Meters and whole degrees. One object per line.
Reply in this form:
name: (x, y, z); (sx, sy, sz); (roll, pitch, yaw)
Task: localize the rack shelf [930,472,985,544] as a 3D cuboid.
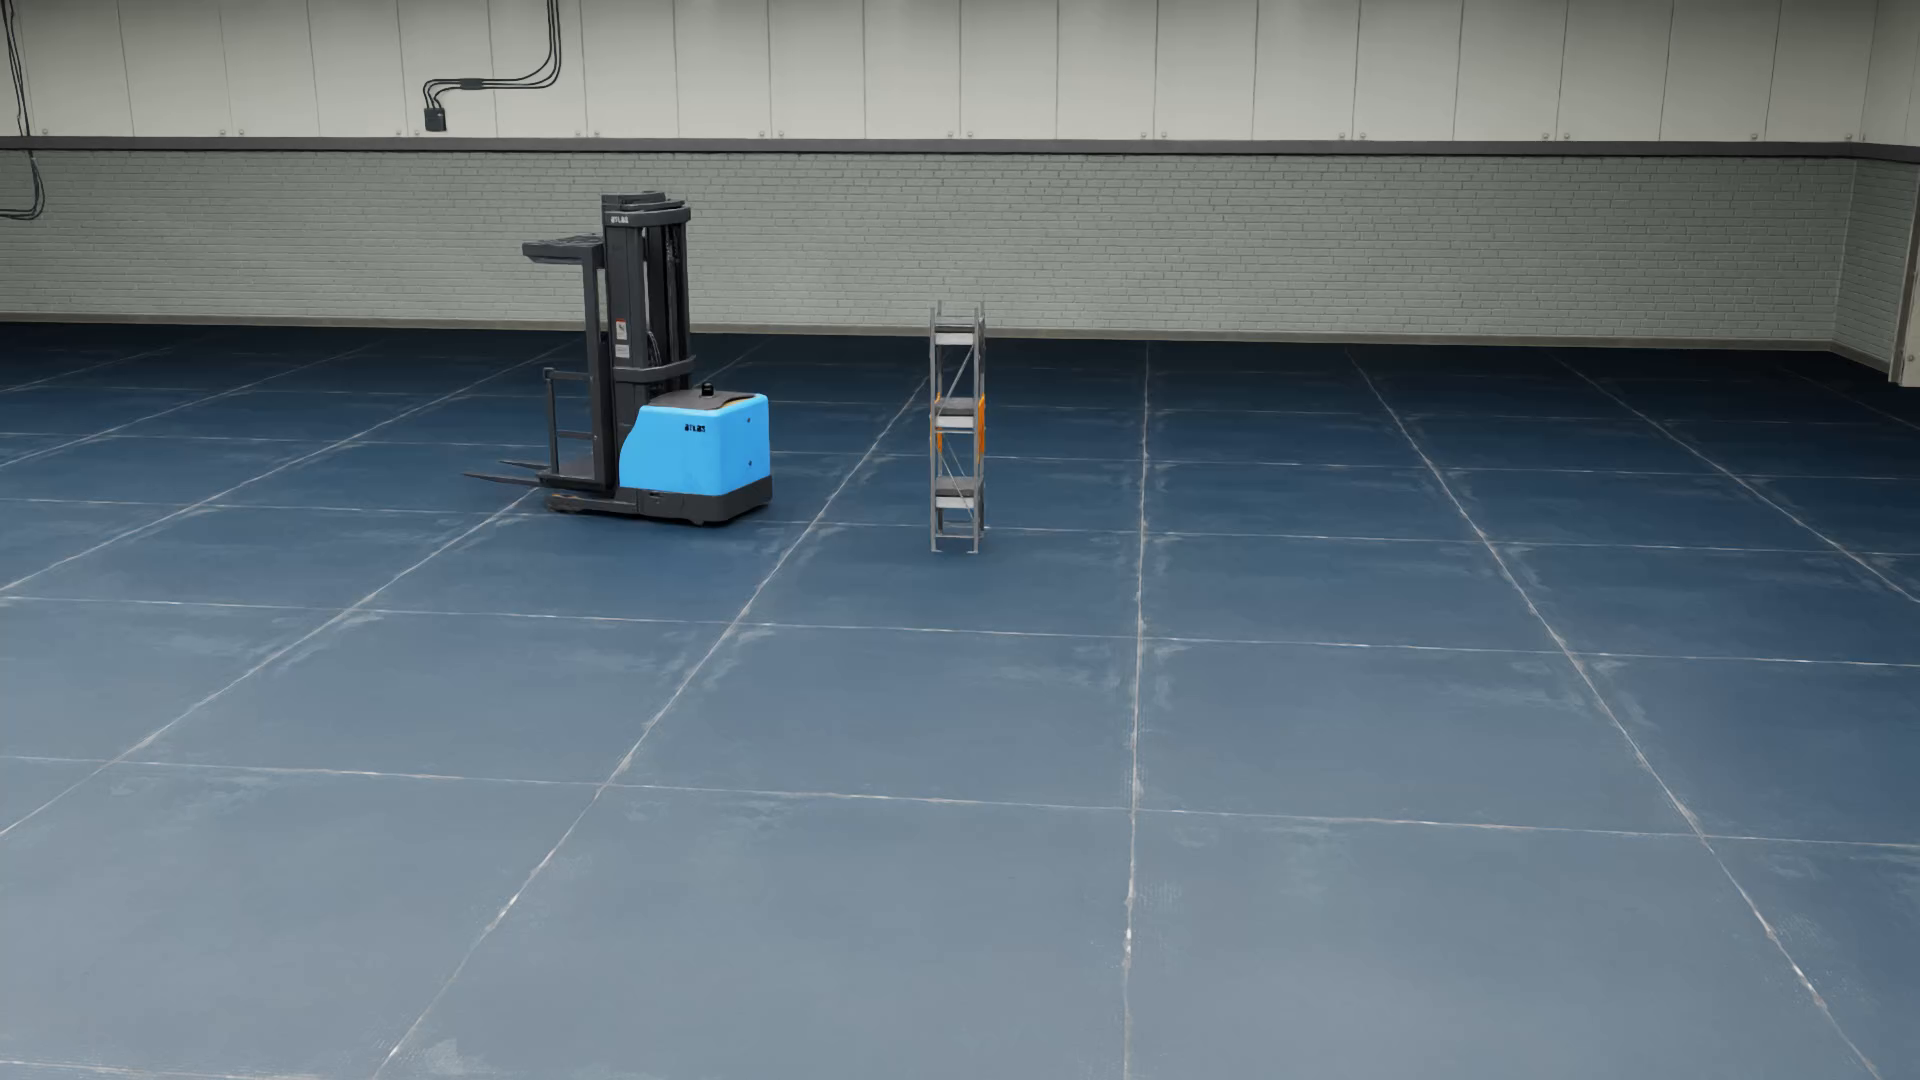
rack shelf: (-0.019, -0.282, 14.415); (0.431, 0.518, 0.480); (2, 15, 6)

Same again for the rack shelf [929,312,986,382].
rack shelf: (-0.019, -1.633, 14.050); (0.431, 0.518, 0.480); (2, 15, 6)

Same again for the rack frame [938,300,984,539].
rack frame: (0.009, -1.034, 14.463); (0.400, 2.100, 0.015); (2, 15, 6)

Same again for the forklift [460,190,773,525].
forklift: (-3.352, -1.779, 15.625); (3.031, 2.935, 1.130); (6, 16, 22)

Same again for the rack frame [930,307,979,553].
rack frame: (-0.046, -0.907, 13.995); (0.400, 2.100, 0.015); (2, 15, 6)

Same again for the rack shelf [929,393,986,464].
rack shelf: (-0.019, -0.957, 14.233); (0.431, 0.518, 0.480); (2, 15, 6)

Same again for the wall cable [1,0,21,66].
wall cable: (-14.196, -8.962, 26.838); (3.097, 2.526, 0.112); (2, 15, 6)

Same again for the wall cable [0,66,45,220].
wall cable: (-16.884, -6.603, 27.792); (3.097, 2.526, 0.112); (2, 15, 6)

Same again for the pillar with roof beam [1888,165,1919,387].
pillar with roof beam: (8.491, -6.576, 21.743); (9.100, 9.000, 0.400); (2, 15, 6)

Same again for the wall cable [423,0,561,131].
wall cable: (-7.453, -9.460, 25.893); (2.305, 6.003, 0.169); (2, 15, 6)

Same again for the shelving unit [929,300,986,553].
shelving unit: (-0.019, -0.971, 14.229); (0.431, 2.100, 0.503); (2, 15, 6)
